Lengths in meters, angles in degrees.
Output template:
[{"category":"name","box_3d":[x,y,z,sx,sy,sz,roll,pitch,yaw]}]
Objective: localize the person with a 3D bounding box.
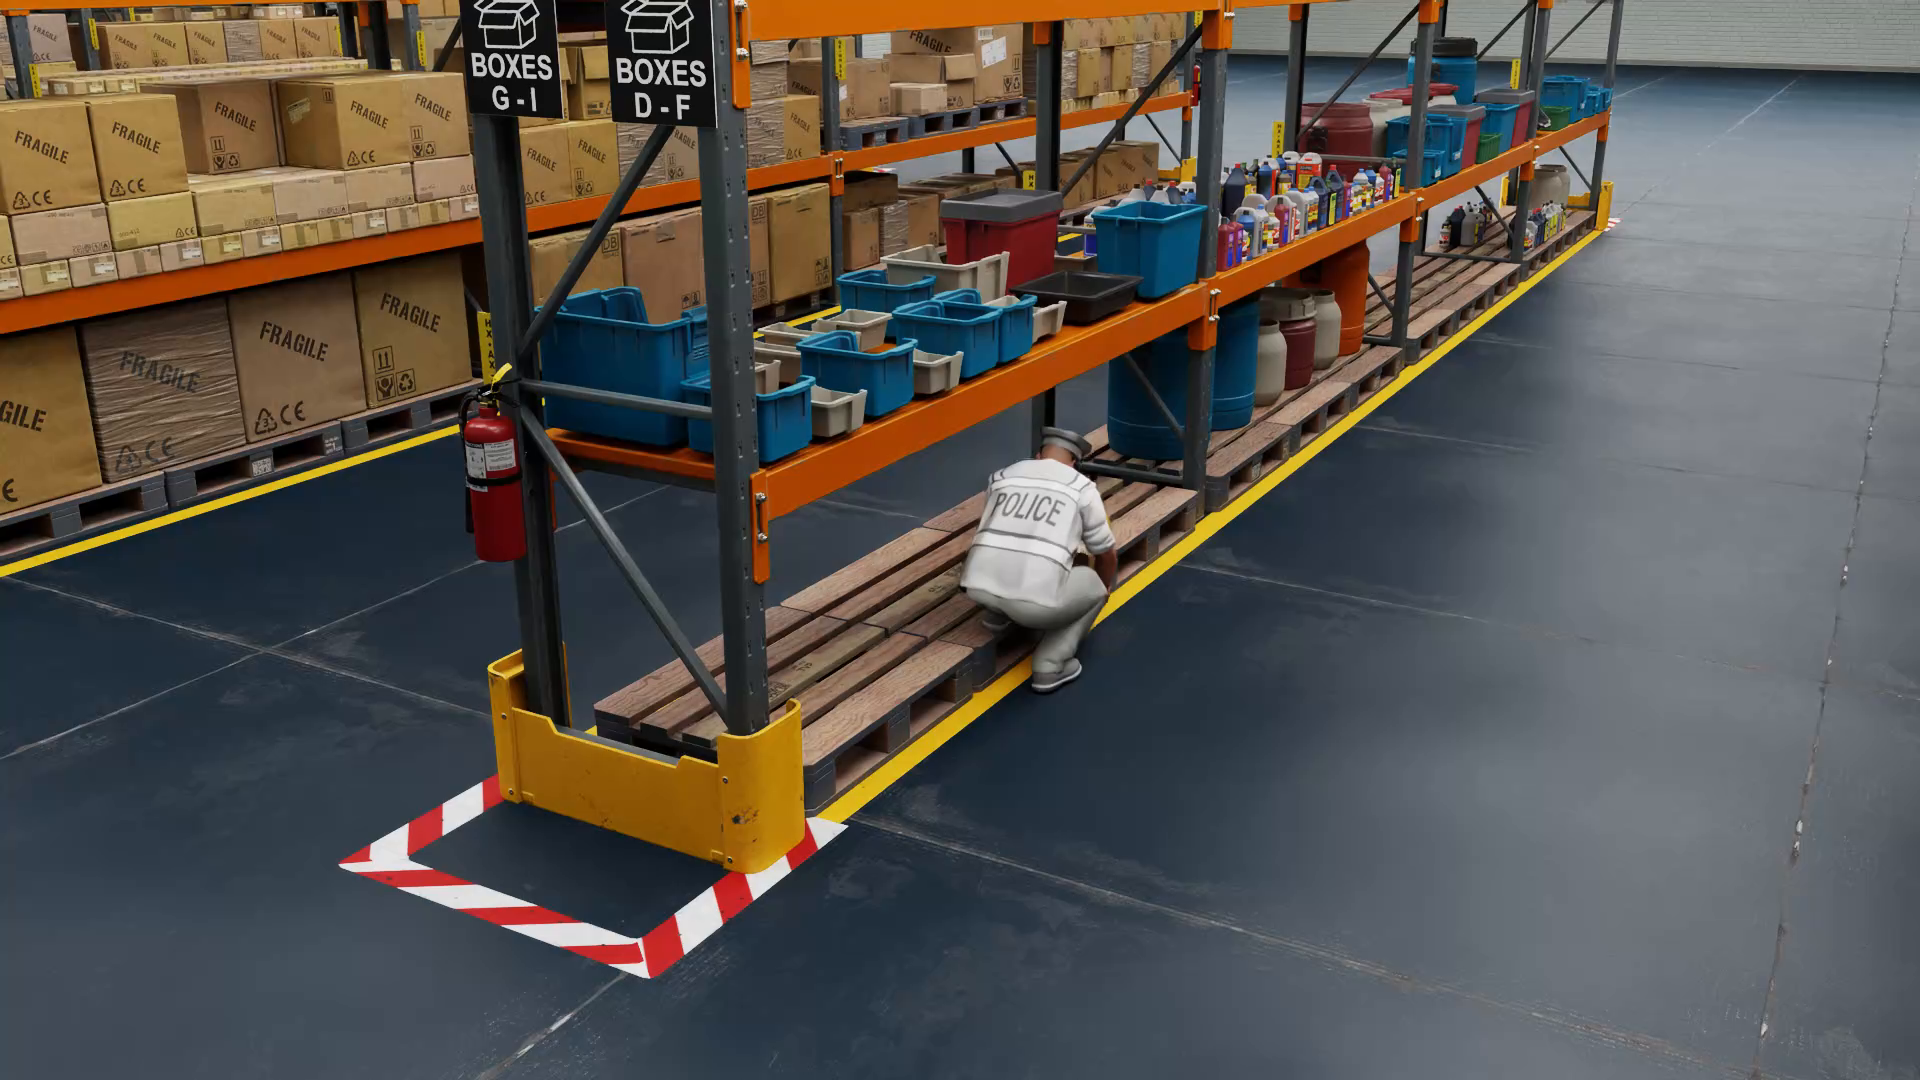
[{"category":"person","box_3d":[0.320,0.070,7.030,0.582,0.988,0.907,11,22,28]}]
